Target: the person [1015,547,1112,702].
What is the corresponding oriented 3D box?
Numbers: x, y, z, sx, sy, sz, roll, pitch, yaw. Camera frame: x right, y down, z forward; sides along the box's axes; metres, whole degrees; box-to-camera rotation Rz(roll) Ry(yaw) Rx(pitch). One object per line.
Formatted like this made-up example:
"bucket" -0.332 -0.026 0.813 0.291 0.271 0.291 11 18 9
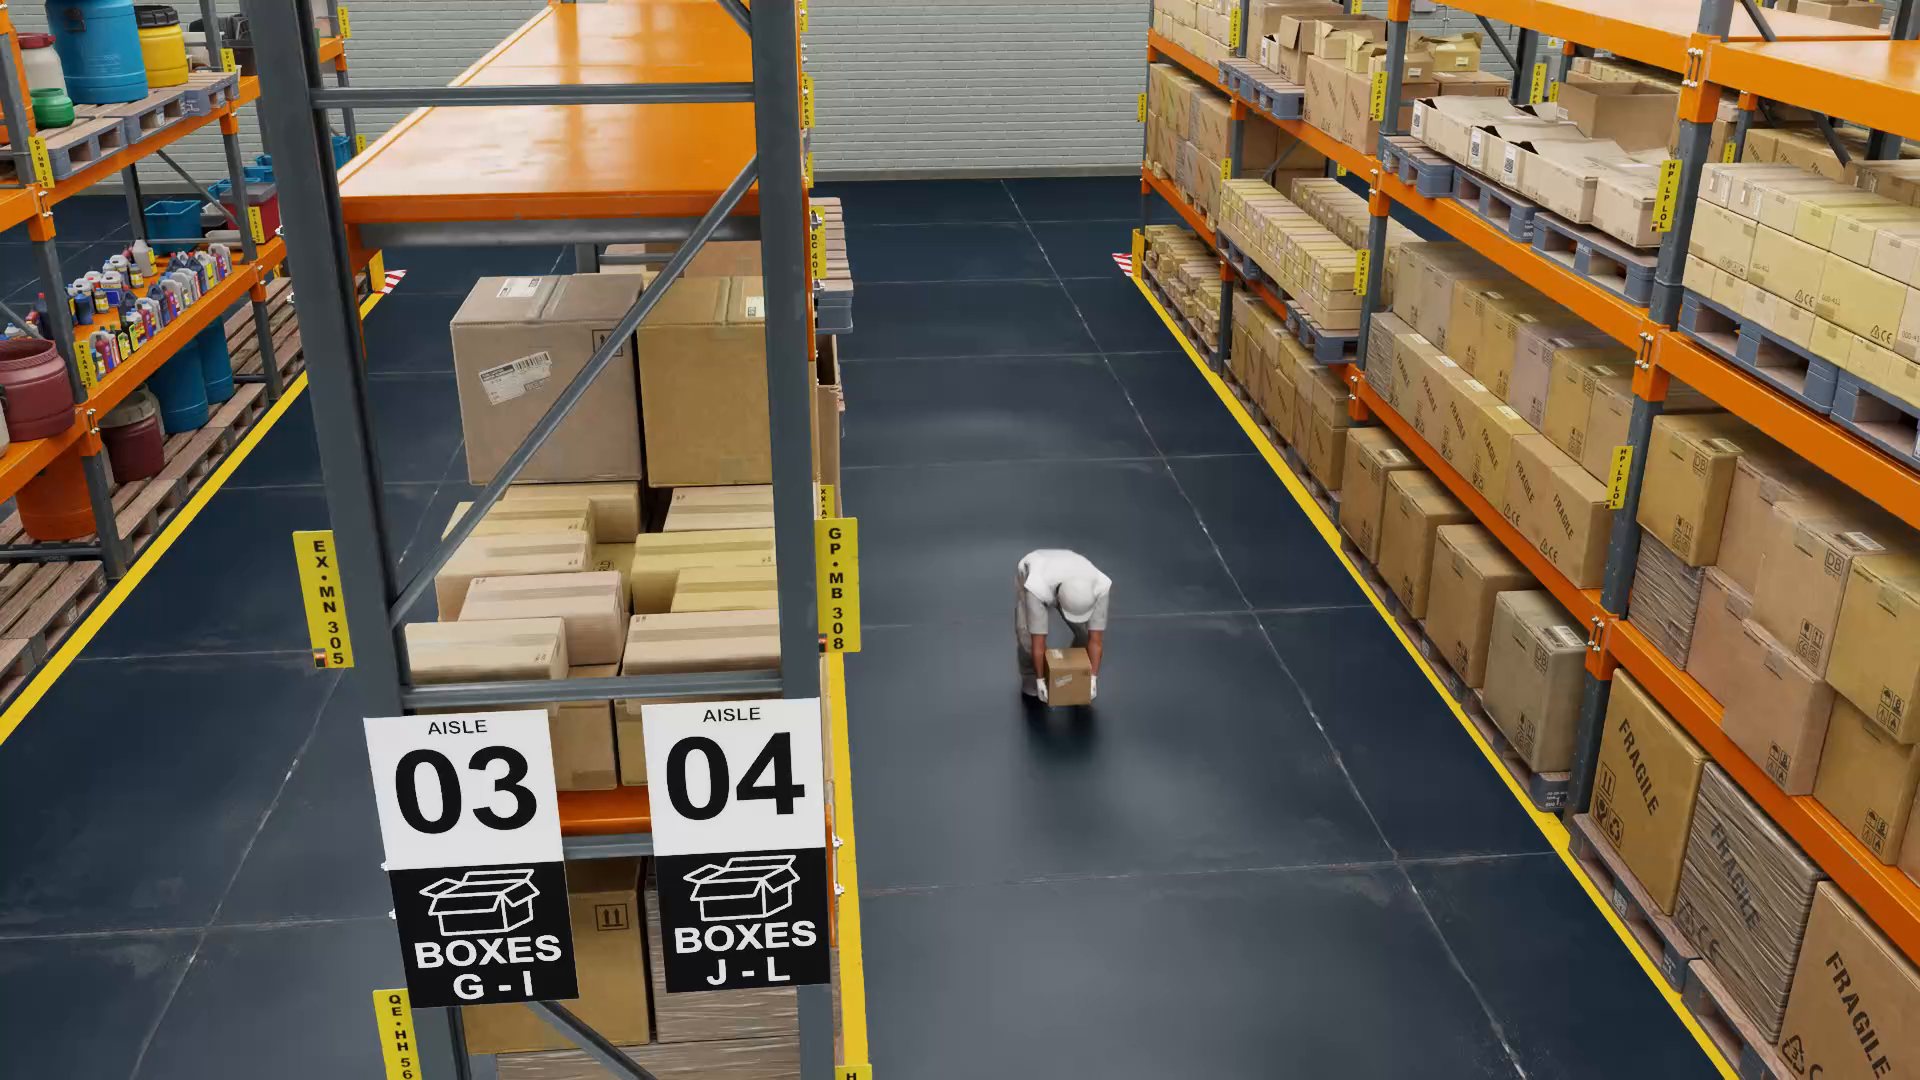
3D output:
"person" 0.618 0.525 10.087 0.546 0.996 0.970 -3 24 -7
